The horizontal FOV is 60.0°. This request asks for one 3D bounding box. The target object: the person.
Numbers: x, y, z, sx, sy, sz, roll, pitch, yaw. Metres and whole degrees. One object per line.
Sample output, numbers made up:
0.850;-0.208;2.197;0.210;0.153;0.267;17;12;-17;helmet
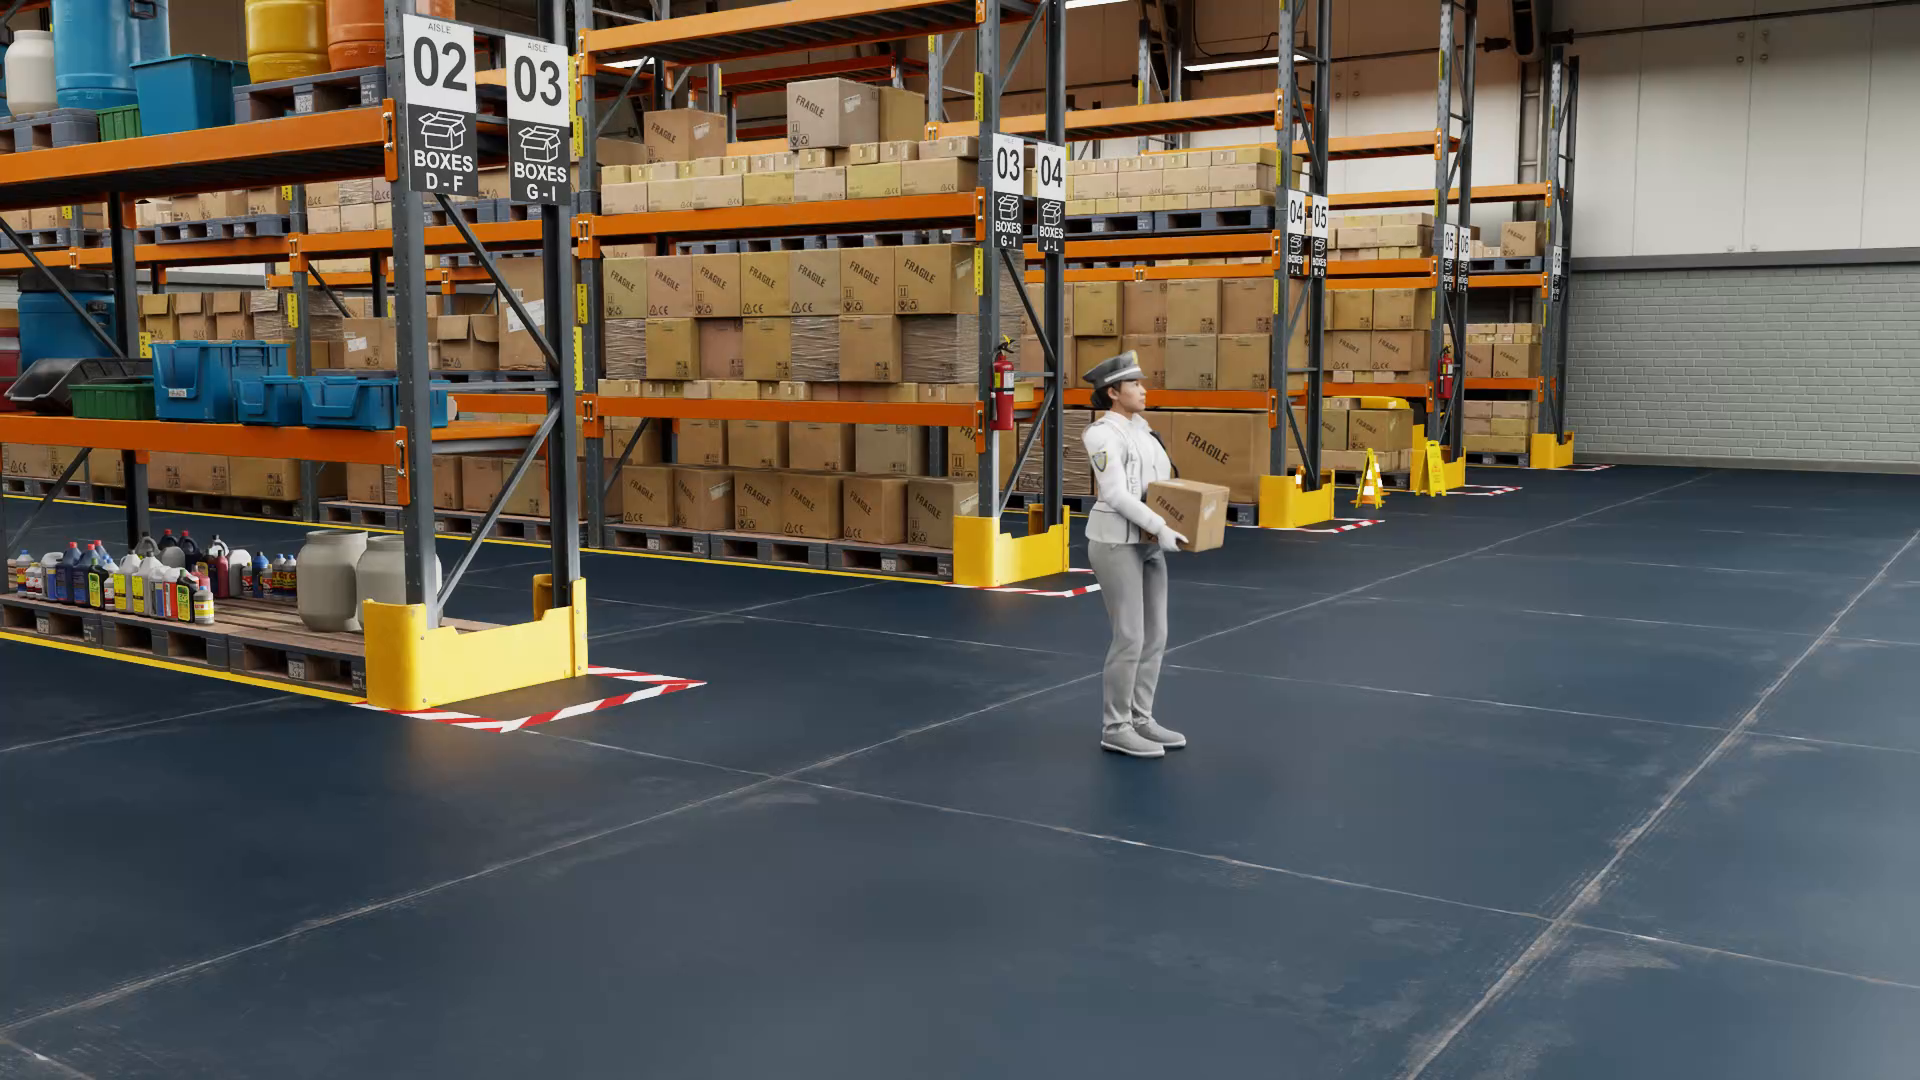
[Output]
0.767;0.046;6.985;0.563;1.686;0.459;4;8;34;person
